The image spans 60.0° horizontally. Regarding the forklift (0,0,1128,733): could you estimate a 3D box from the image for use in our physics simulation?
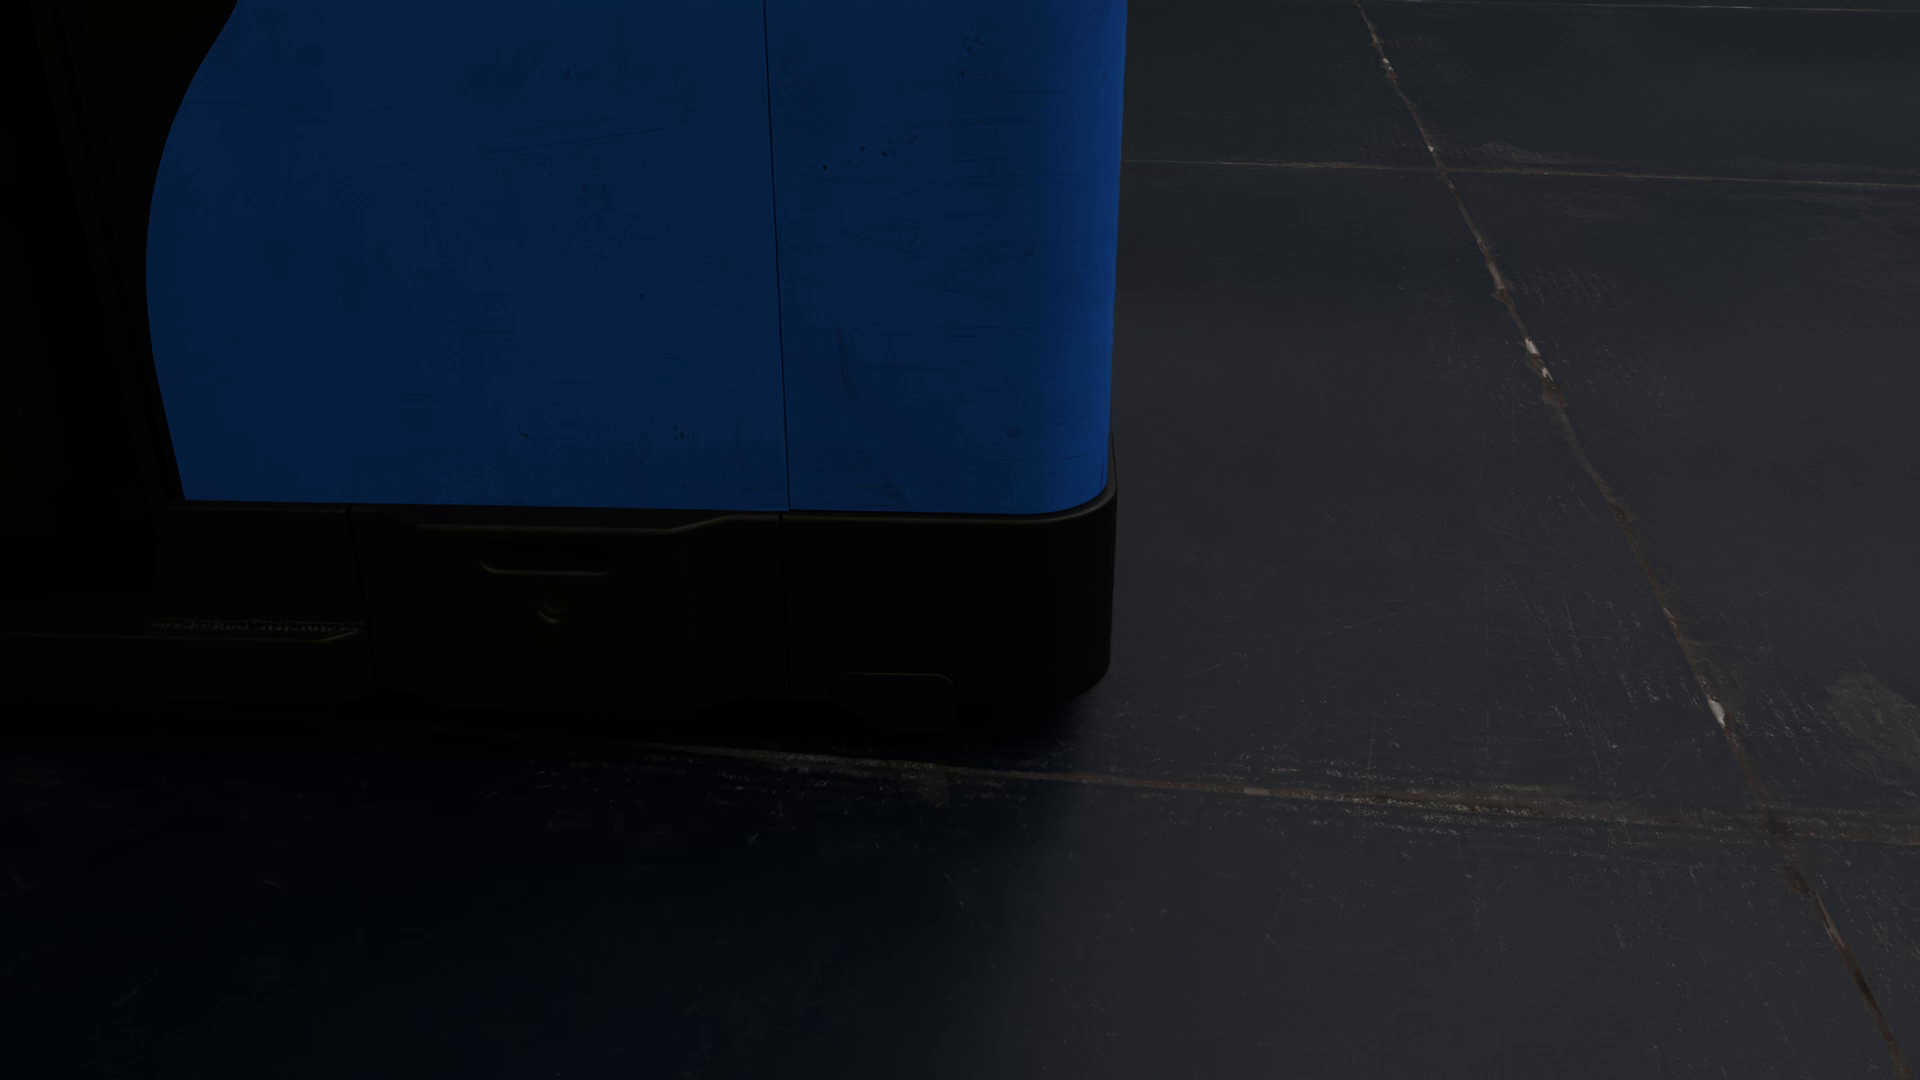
[{"bbox_3d":[-1.313,-1.314,1.850,3.031,2.935,1.130,1,27,2],"label":"forklift"}]
